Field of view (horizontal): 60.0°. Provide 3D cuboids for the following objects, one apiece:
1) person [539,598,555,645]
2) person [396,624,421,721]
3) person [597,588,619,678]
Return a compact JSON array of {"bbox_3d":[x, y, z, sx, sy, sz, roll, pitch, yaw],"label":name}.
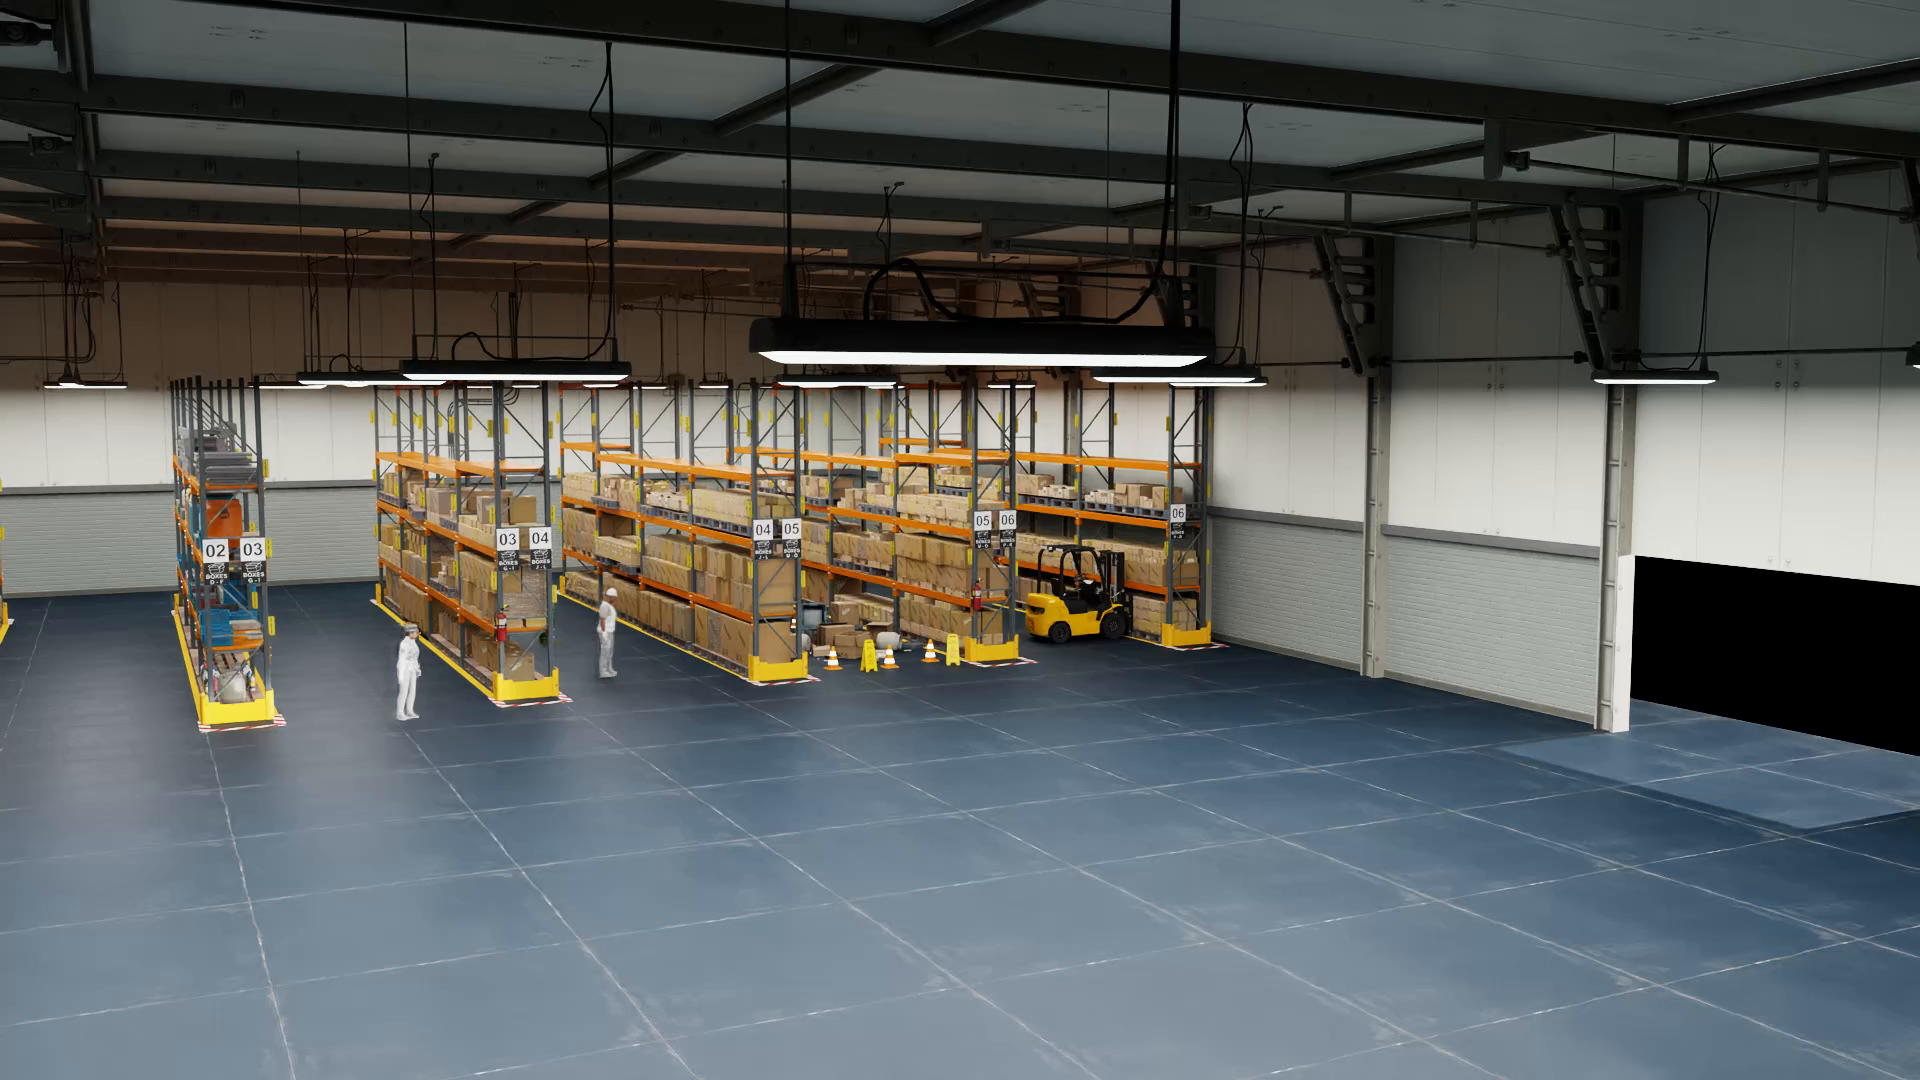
[{"bbox_3d":[-9.448,1.494,37.783,0.444,1.823,0.612,0,5,-5],"label":"person"},{"bbox_3d":[-9.672,2.308,29.134,0.403,1.671,0.531,1,5,7],"label":"person"},{"bbox_3d":[-7.091,1.860,33.548,0.447,1.780,0.631,0,5,0],"label":"person"}]
